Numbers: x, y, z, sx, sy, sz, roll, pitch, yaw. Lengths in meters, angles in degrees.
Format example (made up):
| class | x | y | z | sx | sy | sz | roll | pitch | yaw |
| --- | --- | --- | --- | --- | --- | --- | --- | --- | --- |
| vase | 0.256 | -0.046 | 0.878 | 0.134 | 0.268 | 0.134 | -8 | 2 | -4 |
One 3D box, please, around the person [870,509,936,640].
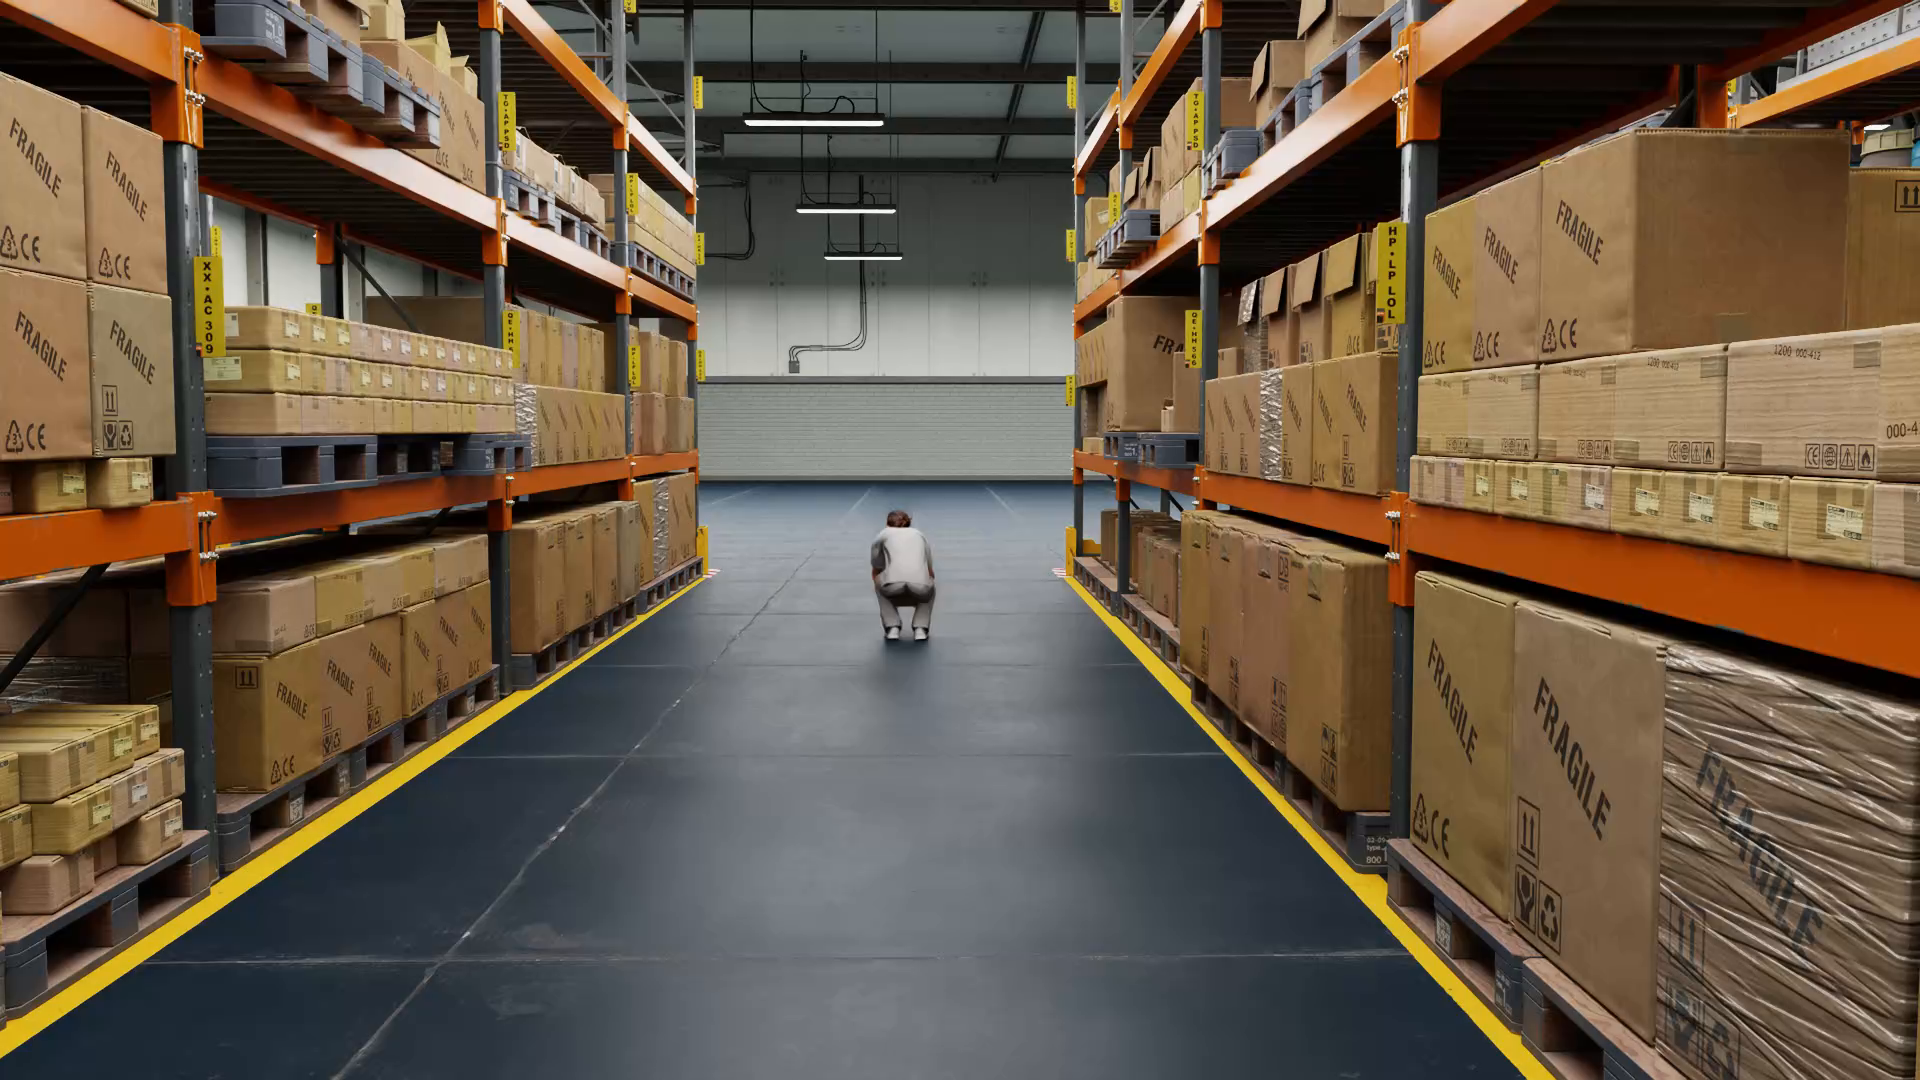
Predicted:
| class | x | y | z | sx | sy | sz | roll | pitch | yaw |
| --- | --- | --- | --- | --- | --- | --- | --- | --- | --- |
| person | -0.421 | 0.251 | 12.288 | 0.491 | 0.936 | 0.793 | 0 | 4 | -1 |
